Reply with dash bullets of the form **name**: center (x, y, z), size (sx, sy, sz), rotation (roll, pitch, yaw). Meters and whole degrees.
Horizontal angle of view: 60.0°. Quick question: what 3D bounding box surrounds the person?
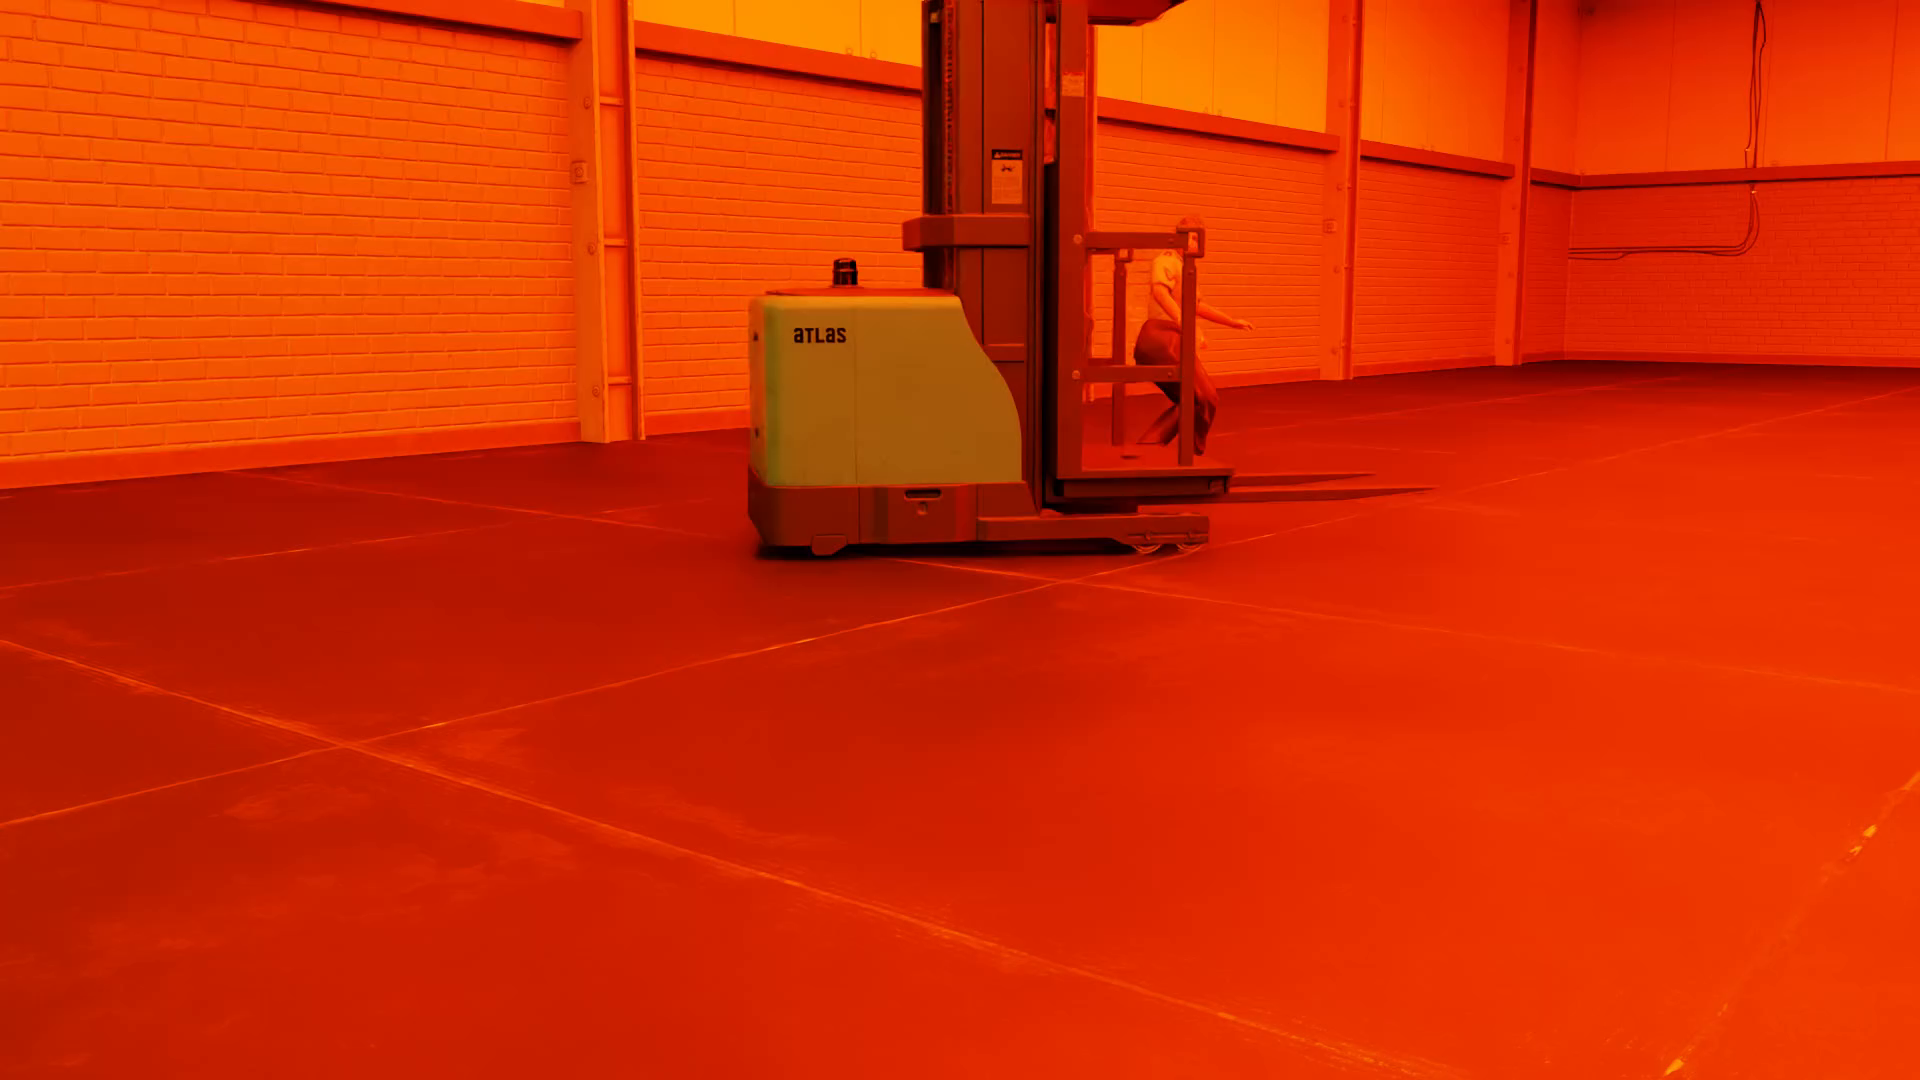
- **person**: center (1.368, -1.116, 9.728), size (0.732, 1.539, 0.779), rotation (1, 8, 6)

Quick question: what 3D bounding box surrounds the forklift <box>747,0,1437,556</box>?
- **forklift**: center (0.598, -1.469, 7.321), size (3.031, 2.935, 1.130), rotation (-2, 8, -11)
